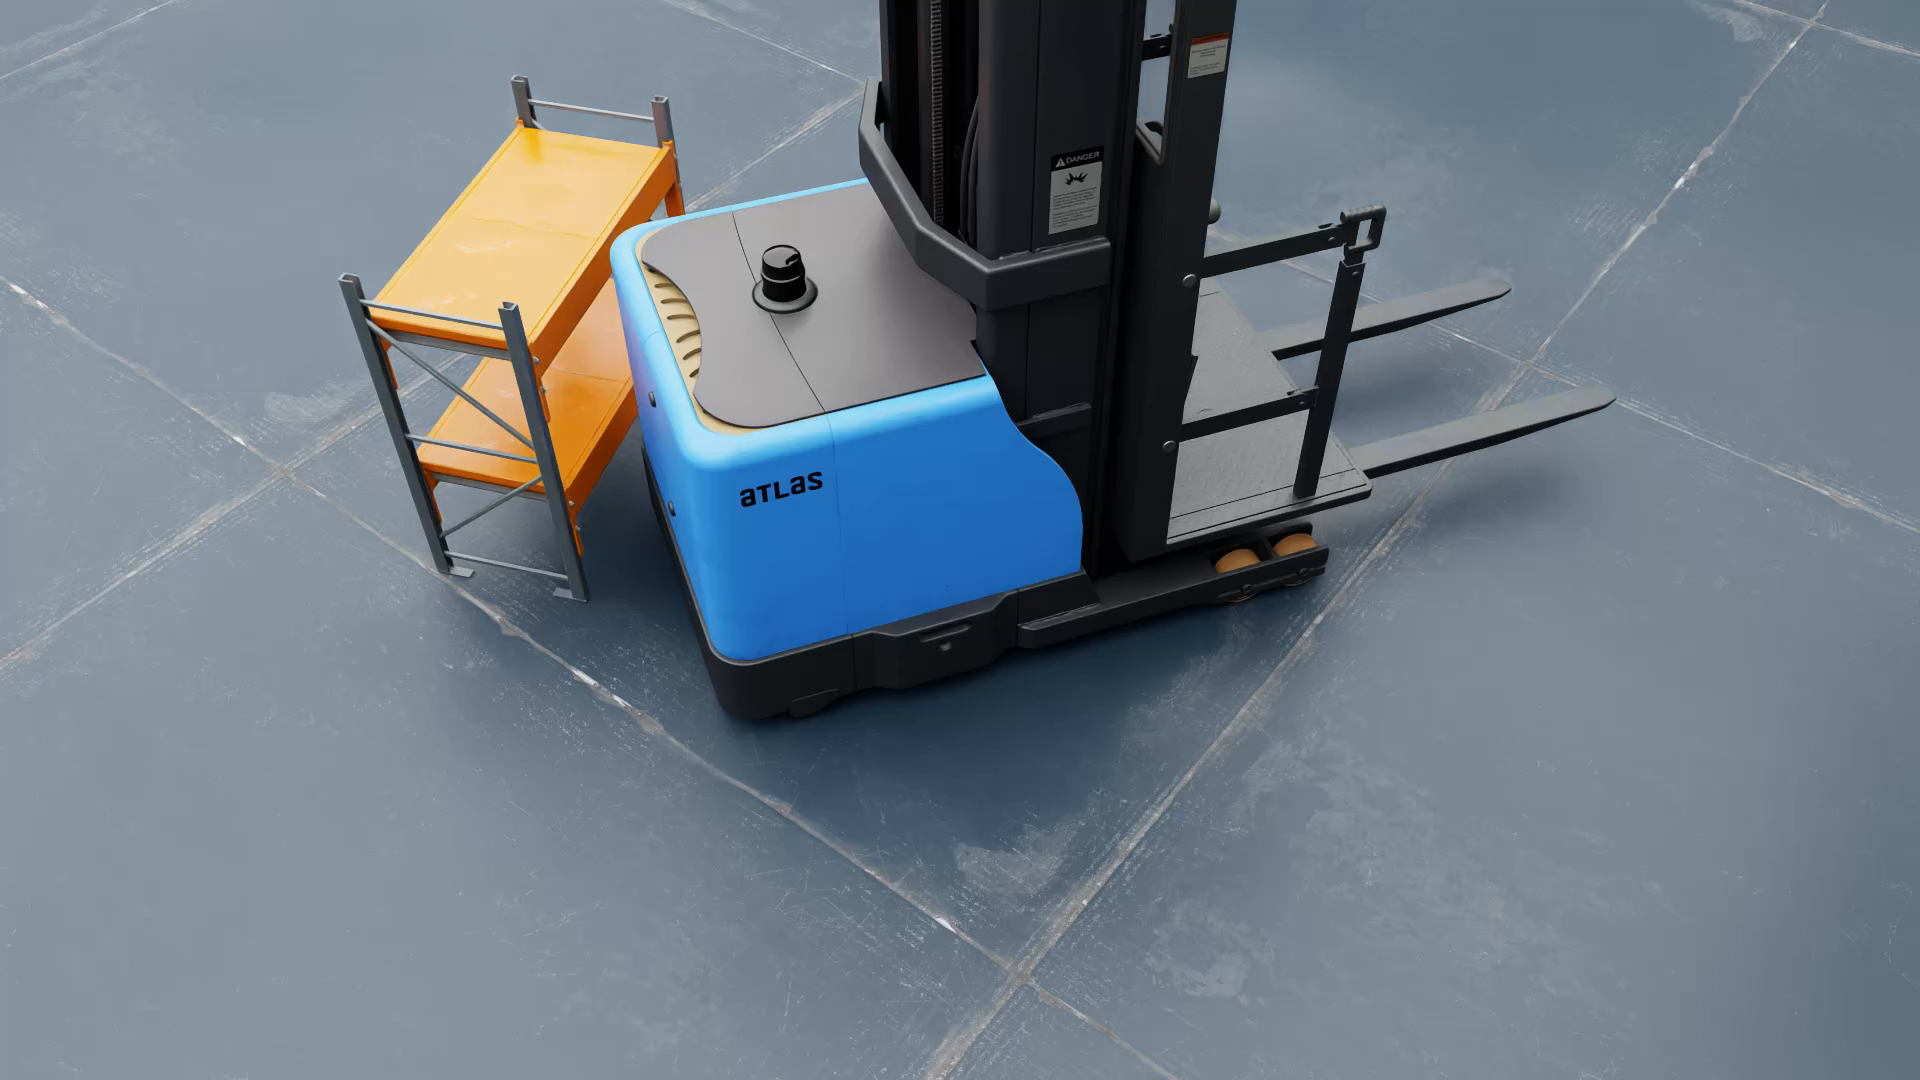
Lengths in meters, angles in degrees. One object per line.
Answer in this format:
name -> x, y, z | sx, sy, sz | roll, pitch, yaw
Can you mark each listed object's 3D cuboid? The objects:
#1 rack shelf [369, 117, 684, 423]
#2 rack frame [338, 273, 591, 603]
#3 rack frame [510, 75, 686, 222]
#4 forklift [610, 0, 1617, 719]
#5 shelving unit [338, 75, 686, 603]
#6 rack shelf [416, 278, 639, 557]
rack shelf -> -1.246, -0.812, 4.841 | 0.538, 0.278, 1.000 | 11, 47, 11
rack frame -> -1.378, -0.255, 4.714 | 0.500, 1.125, 0.032 | 11, 47, 11
rack frame -> -1.111, -0.964, 5.391 | 0.500, 1.125, 0.032 | 11, 47, 11
forklift -> 0.592, -1.169, 4.340 | 3.031, 2.935, 1.130 | -15, 48, -14
shelving unit -> -1.244, -0.610, 5.052 | 0.538, 1.125, 1.048 | 11, 47, 11
rack shelf -> -1.243, -0.441, 5.229 | 0.538, 0.278, 1.000 | 11, 47, 11
